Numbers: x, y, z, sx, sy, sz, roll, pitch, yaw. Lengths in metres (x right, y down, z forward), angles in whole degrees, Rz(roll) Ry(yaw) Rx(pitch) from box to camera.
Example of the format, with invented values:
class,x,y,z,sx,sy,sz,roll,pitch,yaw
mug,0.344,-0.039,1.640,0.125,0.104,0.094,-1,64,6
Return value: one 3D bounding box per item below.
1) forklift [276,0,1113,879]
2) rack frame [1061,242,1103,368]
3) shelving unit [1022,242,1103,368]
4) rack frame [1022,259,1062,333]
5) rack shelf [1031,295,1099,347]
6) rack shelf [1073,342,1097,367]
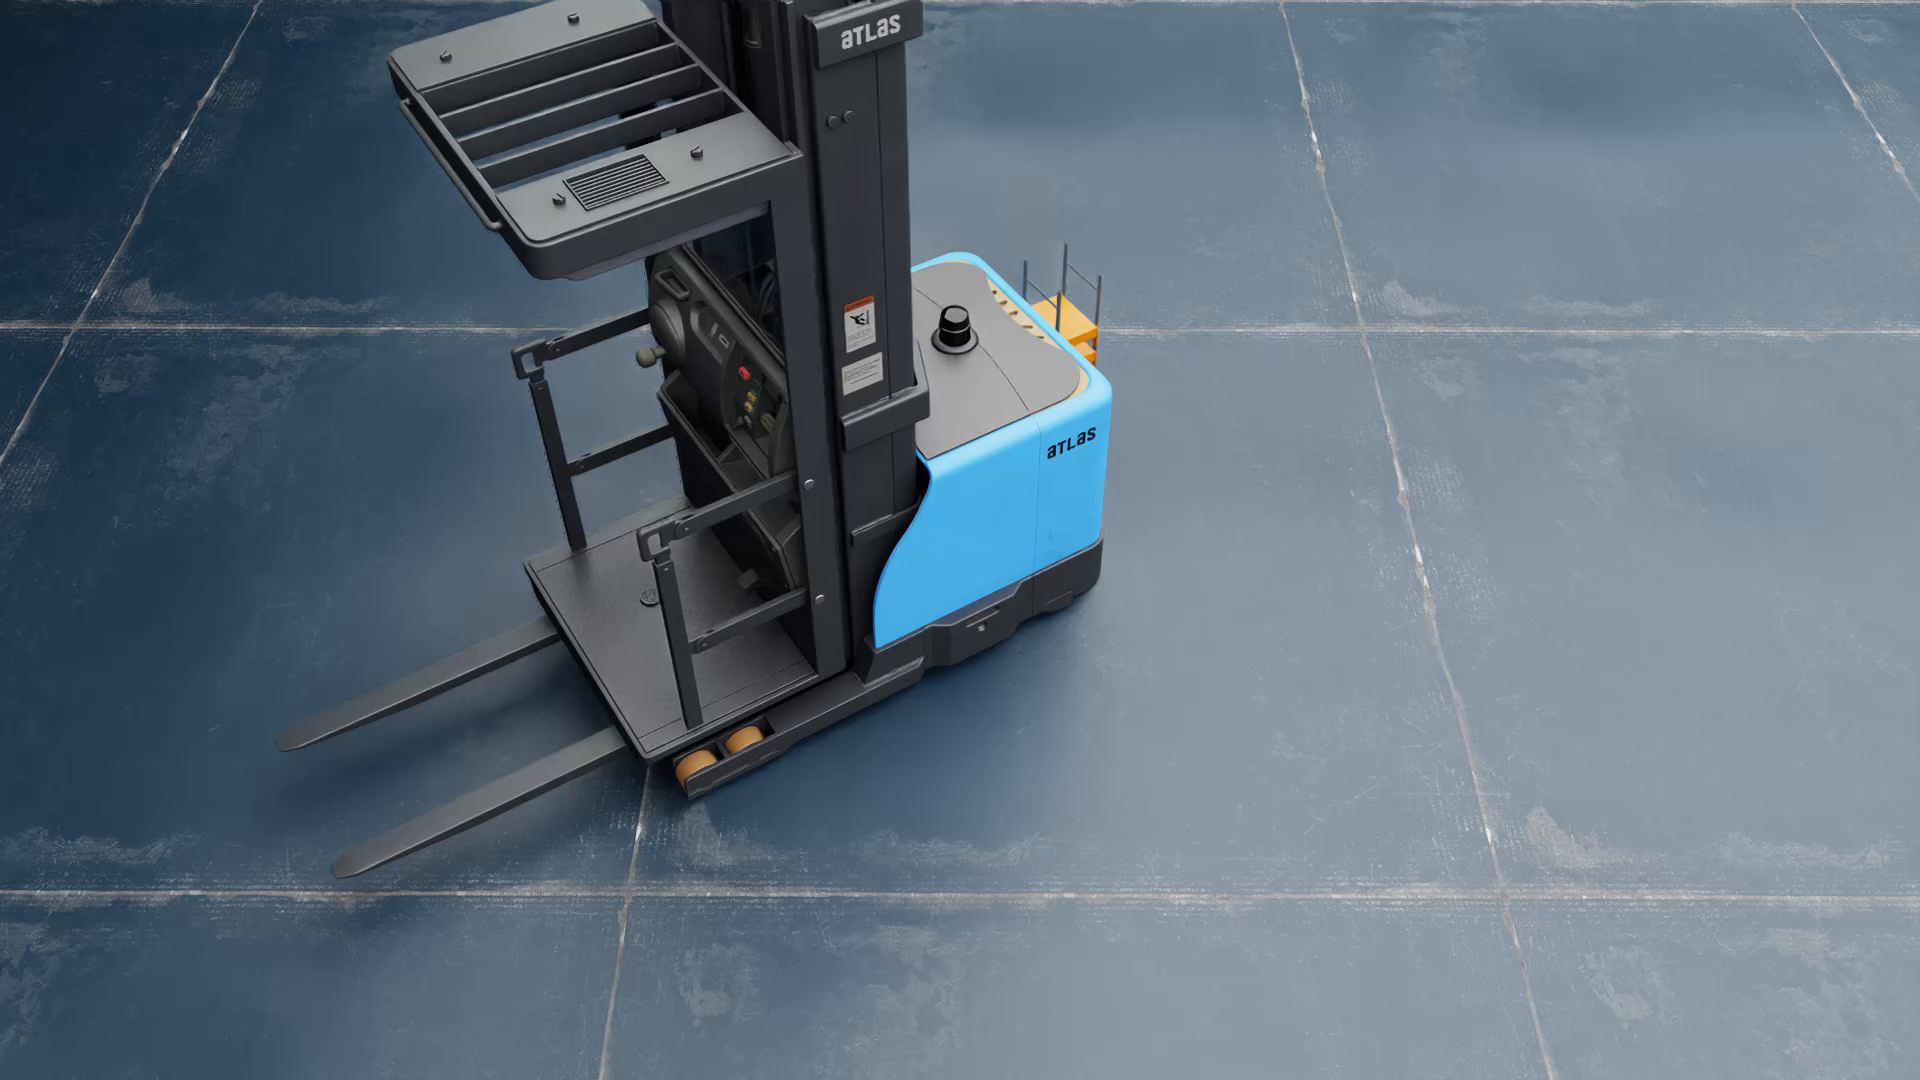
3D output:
class,x,y,z,sx,sy,sz,roll,pitch,yaw
forklift,-0.961,-0.529,5.321,3.031,2.935,1.130,-25,52,-21
rack frame,0.457,-0.631,6.599,0.006,1.200,0.240,-25,52,-21
shelving unit,0.380,-0.595,6.565,0.189,1.200,0.258,-25,52,-21
rack frame,0.302,-0.559,6.532,0.006,1.200,0.240,-25,52,-21
rack shelf,0.380,-0.810,6.334,0.180,0.103,0.258,-25,52,-21
rack shelf,0.380,-0.729,6.422,0.180,0.103,0.258,-25,52,-21
